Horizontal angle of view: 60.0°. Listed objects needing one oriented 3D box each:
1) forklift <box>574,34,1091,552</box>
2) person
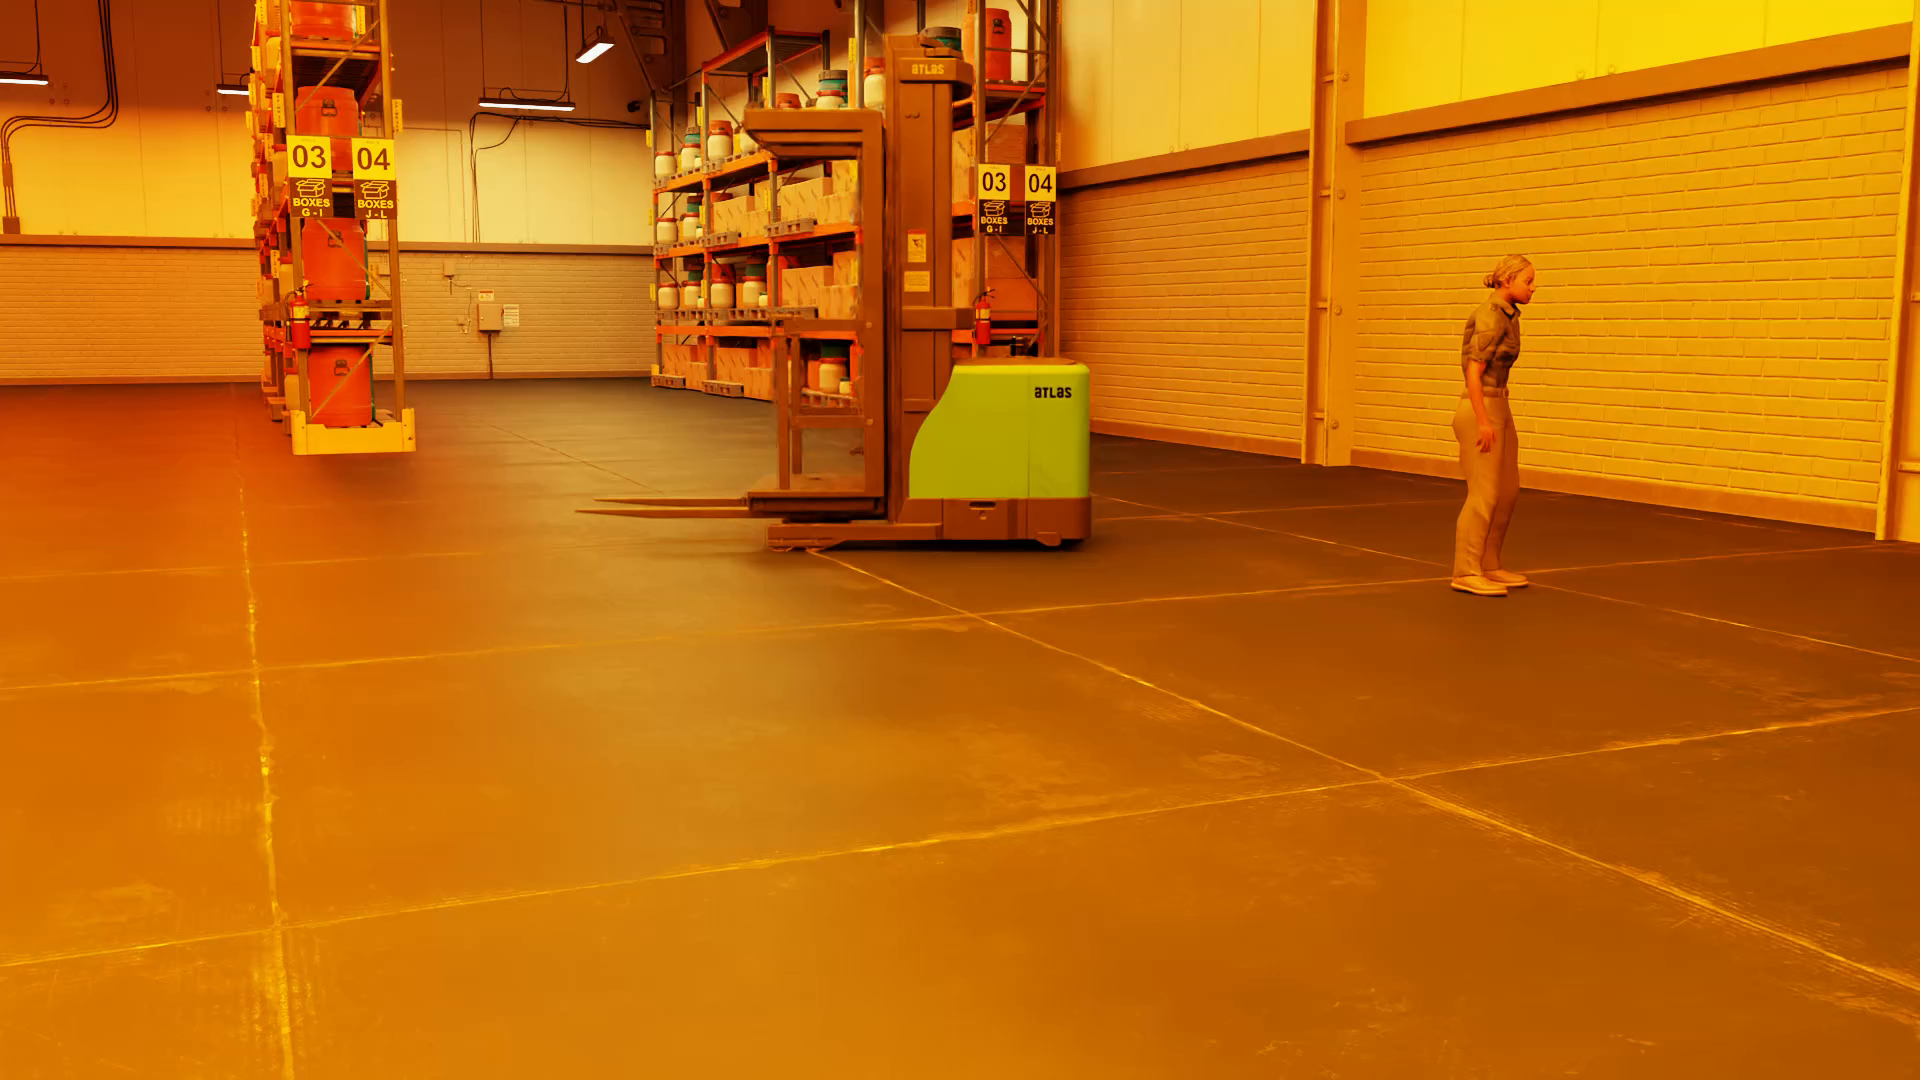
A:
[{"bbox_3d":[-0.760,-1.451,9.945,3.031,2.935,1.130,0,8,-1],"label":"forklift"},{"bbox_3d":[2.634,-0.579,8.228,0.351,1.653,0.525,5,9,33],"label":"person"}]
